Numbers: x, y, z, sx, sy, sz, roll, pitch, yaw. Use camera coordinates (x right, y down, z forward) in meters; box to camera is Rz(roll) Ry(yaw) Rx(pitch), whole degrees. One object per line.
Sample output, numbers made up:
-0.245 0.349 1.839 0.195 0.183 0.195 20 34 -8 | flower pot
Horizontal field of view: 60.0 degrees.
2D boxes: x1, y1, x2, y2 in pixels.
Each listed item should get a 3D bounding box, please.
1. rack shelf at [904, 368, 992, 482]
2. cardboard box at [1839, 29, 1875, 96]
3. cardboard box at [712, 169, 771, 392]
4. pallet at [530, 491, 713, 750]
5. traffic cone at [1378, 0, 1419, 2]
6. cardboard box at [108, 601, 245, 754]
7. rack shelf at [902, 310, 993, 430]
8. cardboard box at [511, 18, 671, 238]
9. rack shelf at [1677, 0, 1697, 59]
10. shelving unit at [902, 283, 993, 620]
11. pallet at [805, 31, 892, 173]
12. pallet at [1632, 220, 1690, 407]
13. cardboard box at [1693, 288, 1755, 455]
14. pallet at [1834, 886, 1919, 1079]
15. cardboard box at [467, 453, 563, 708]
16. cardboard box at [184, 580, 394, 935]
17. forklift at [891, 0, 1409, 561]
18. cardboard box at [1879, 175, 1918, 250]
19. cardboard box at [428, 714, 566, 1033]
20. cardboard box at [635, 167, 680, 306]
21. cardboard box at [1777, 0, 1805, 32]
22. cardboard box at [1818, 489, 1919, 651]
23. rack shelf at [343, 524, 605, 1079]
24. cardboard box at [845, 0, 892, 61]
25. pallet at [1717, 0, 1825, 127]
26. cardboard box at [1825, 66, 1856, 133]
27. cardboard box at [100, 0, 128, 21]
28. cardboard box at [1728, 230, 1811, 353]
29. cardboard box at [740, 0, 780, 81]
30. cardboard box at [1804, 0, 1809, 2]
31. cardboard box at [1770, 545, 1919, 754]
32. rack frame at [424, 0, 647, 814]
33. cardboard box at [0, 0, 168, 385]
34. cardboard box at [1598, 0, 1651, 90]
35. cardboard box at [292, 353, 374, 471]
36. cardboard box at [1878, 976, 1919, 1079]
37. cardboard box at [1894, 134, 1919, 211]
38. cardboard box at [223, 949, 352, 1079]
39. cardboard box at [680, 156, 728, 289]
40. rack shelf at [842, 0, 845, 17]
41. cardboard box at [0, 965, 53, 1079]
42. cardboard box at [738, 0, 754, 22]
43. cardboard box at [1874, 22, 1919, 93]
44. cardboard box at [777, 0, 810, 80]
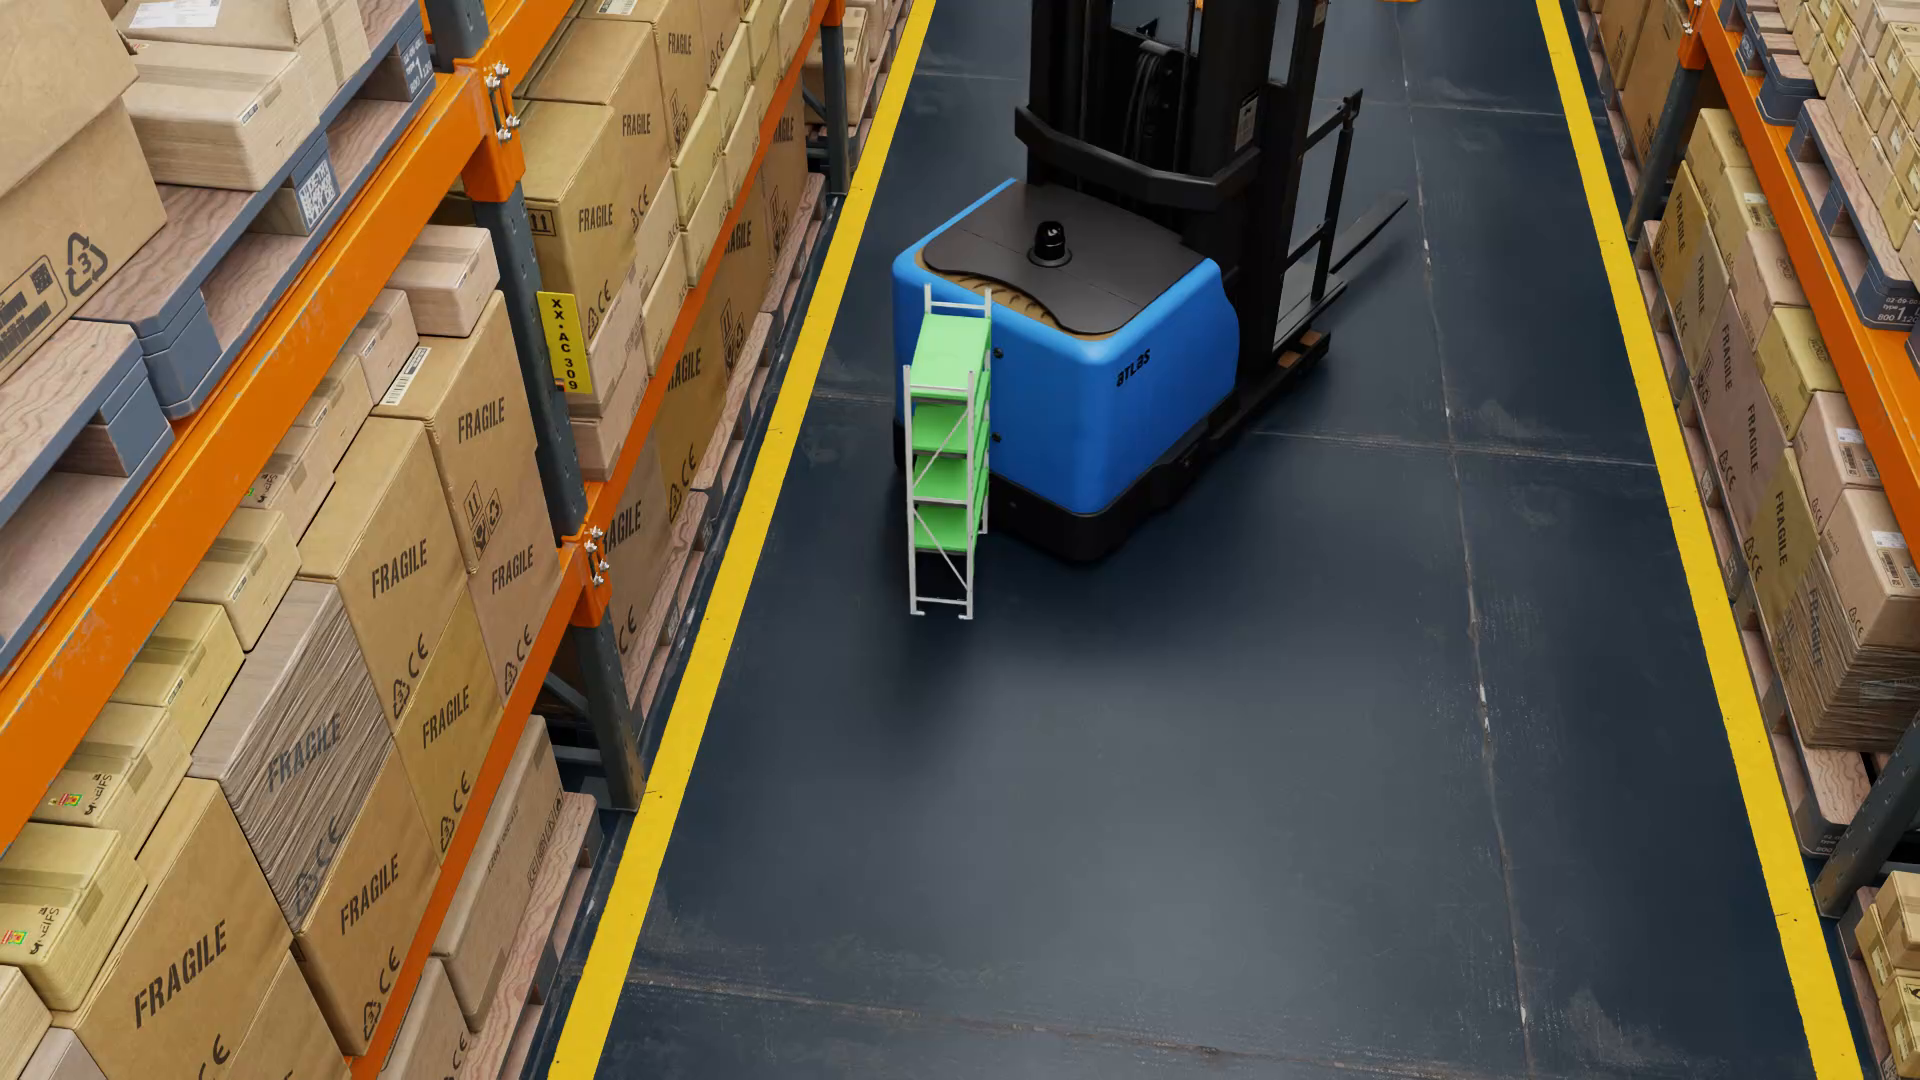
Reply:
-0.039 -0.436 6.081 0.258 0.148 0.480 5 44 6 | rack shelf
3.451 -1.723 6.049 0.380 0.149 0.250 5 44 6 | cardboard box
-1.370 -1.265 7.145 0.875 0.875 0.875 6 44 6 | cardboard box
-1.575 0.251 6.331 1.003 0.211 1.213 5 44 6 | pallet
2.701 -3.602 10.218 0.336 0.463 0.334 5 44 6 | traffic cone
-1.559 0.241 3.043 0.380 0.149 0.250 4 44 5 | cardboard box
-0.039 -0.610 5.916 0.258 0.148 0.480 5 44 6 | rack shelf
-1.220 -1.251 5.090 0.500 0.500 0.500 5 44 5 | cardboard box
4.111 -3.676 8.974 1.077 0.370 4.000 5 44 6 | rack shelf
-0.039 -0.308 6.202 0.258 1.200 0.503 5 44 6 | shelving unit
-0.969 -2.475 9.210 1.003 0.211 1.213 5 44 6 | pallet
3.741 -1.029 7.683 1.003 0.211 1.213 5 44 6 | pallet
3.374 -0.667 6.785 0.500 0.500 0.500 4 44 4 | cardboard box
3.264 1.626 4.880 1.003 0.211 1.213 5 44 6 | pallet
-1.411 0.074 4.417 0.500 0.500 0.500 6 44 6 | cardboard box
-1.524 0.411 3.334 0.500 0.500 0.500 6 44 6 | cardboard box
1.027 -1.939 6.666 1.130 2.935 3.031 28 50 27 | forklift
3.343 -1.086 5.592 0.380 0.149 0.250 7 44 7 | cardboard box
-1.792 0.967 5.105 0.875 0.438 0.875 5 44 5 | cardboard box
-1.224 -0.988 5.357 0.500 0.250 0.500 6 44 6 | cardboard box
3.551 -2.166 6.733 0.380 0.149 0.250 7 44 8 | cardboard box
3.165 0.104 5.425 0.500 0.250 0.500 4 44 4 | cardboard box
-1.867 1.395 3.618 1.077 0.370 4.000 5 44 6 | rack shelf
-0.900 -3.041 9.386 0.950 0.372 0.625 4 44 5 | cardboard box
3.858 -2.009 6.829 1.213 0.211 1.003 5 44 6 | pallet
3.449 -1.616 6.152 0.380 0.149 0.250 7 44 7 | cardboard box
-1.889 -1.161 3.162 0.500 0.500 0.500 6 44 6 | cardboard box
3.370 -0.961 6.551 0.500 0.250 0.500 6 44 6 | cardboard box
-0.998 -2.028 6.456 0.500 0.250 0.500 4 44 4 | cardboard box
3.549 -2.247 6.602 0.380 0.149 0.250 7 44 8 | cardboard box
3.165 0.380 5.680 0.500 0.500 0.500 4 44 5 | cardboard box
-1.603 -0.229 4.810 1.000 3.000 0.127 5 44 6 | rack frame
-1.749 -0.622 2.591 0.797 0.503 0.637 8 44 9 | cardboard box
4.128 -2.912 8.975 1.050 0.750 0.750 6 44 6 | cardboard box
-1.513 -0.286 3.599 0.380 0.149 0.250 5 44 6 | cardboard box
2.916 1.435 4.821 0.380 0.149 0.250 6 44 7 | cardboard box
3.345 -1.205 5.502 0.380 0.149 0.250 5 44 6 | cardboard box
-1.609 1.125 3.308 0.500 0.500 0.500 7 44 7 | cardboard box
-1.132 -1.151 5.893 0.500 0.250 0.500 5 44 5 | cardboard box
-0.809 -4.057 9.376 1.077 0.370 4.000 5 44 6 | rack shelf
-1.624 0.763 2.491 0.380 0.149 0.250 6 44 6 | cardboard box
-1.015 -2.290 6.187 0.500 0.500 0.500 5 44 6 | cardboard box
3.421 -1.658 5.764 0.380 0.149 0.250 6 44 7 | cardboard box
-0.935 -2.183 6.983 0.500 0.250 0.500 6 44 6 | cardboard box
